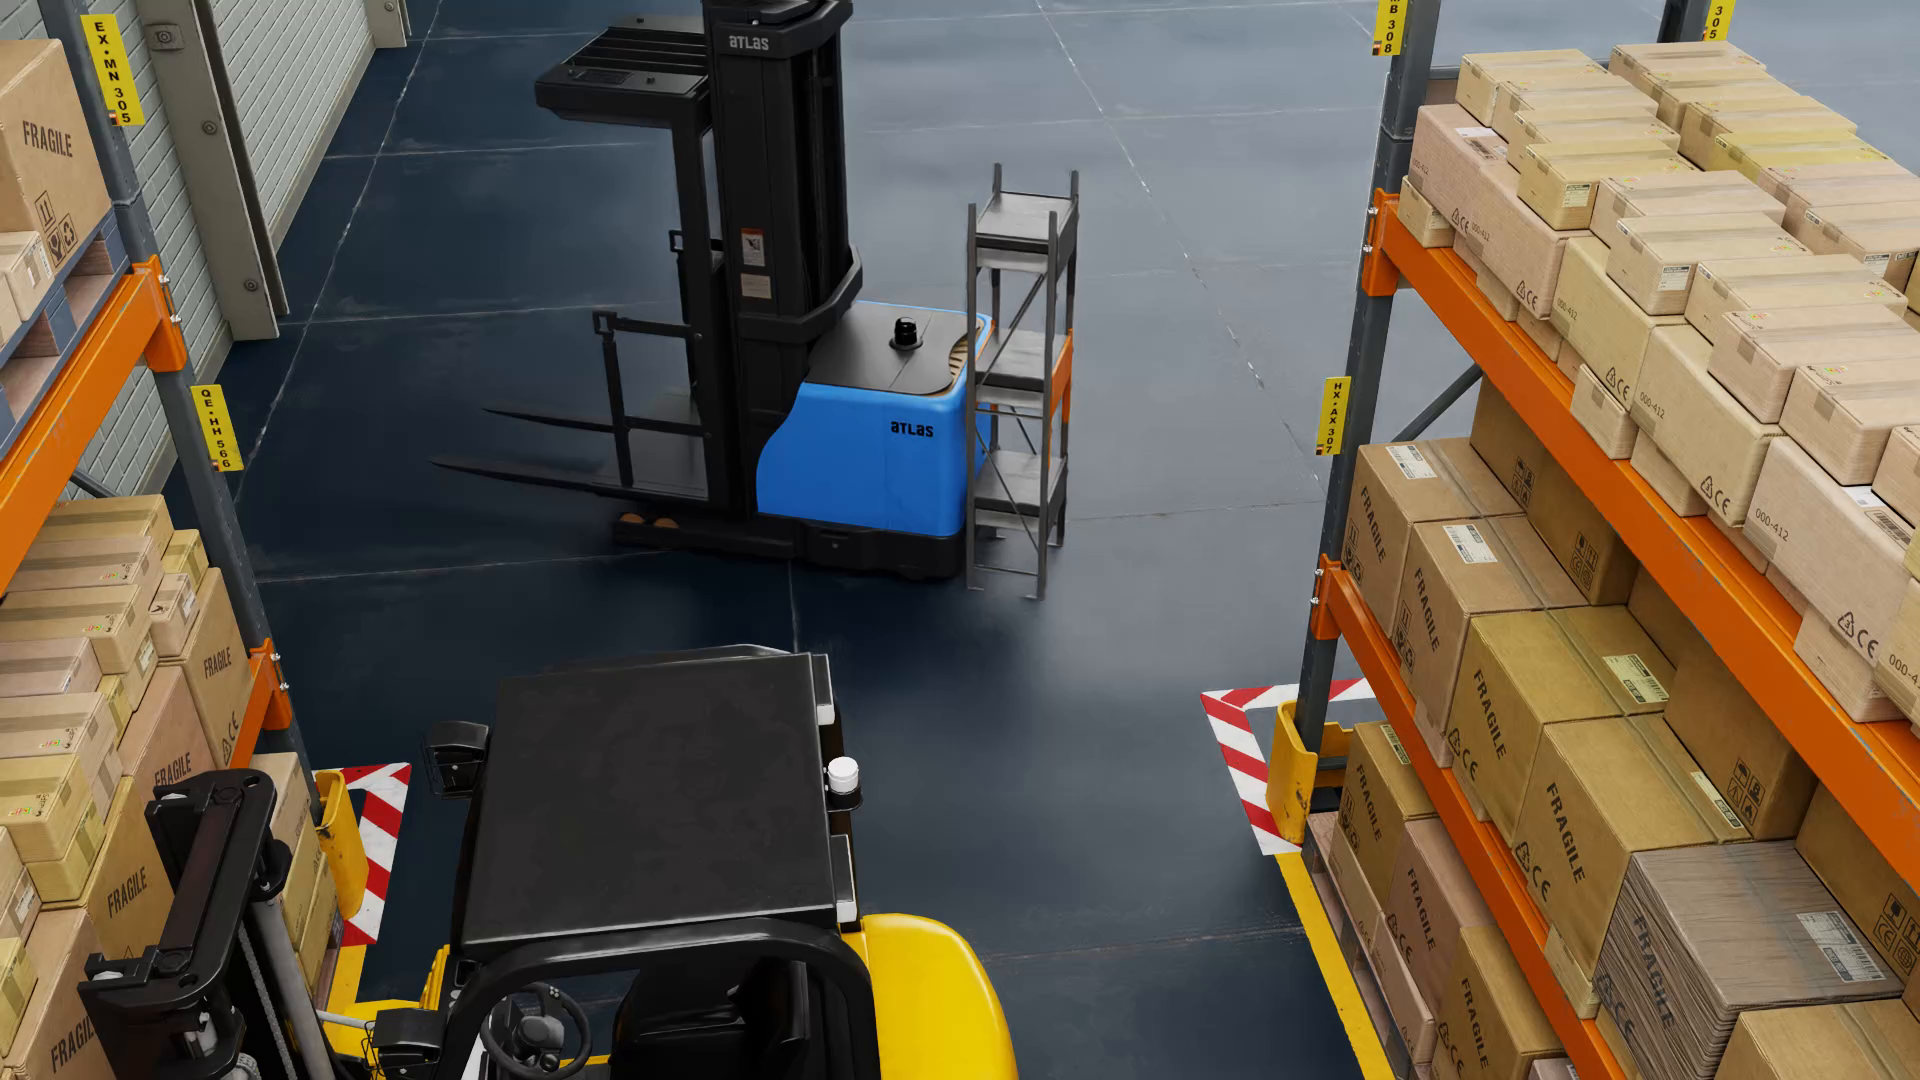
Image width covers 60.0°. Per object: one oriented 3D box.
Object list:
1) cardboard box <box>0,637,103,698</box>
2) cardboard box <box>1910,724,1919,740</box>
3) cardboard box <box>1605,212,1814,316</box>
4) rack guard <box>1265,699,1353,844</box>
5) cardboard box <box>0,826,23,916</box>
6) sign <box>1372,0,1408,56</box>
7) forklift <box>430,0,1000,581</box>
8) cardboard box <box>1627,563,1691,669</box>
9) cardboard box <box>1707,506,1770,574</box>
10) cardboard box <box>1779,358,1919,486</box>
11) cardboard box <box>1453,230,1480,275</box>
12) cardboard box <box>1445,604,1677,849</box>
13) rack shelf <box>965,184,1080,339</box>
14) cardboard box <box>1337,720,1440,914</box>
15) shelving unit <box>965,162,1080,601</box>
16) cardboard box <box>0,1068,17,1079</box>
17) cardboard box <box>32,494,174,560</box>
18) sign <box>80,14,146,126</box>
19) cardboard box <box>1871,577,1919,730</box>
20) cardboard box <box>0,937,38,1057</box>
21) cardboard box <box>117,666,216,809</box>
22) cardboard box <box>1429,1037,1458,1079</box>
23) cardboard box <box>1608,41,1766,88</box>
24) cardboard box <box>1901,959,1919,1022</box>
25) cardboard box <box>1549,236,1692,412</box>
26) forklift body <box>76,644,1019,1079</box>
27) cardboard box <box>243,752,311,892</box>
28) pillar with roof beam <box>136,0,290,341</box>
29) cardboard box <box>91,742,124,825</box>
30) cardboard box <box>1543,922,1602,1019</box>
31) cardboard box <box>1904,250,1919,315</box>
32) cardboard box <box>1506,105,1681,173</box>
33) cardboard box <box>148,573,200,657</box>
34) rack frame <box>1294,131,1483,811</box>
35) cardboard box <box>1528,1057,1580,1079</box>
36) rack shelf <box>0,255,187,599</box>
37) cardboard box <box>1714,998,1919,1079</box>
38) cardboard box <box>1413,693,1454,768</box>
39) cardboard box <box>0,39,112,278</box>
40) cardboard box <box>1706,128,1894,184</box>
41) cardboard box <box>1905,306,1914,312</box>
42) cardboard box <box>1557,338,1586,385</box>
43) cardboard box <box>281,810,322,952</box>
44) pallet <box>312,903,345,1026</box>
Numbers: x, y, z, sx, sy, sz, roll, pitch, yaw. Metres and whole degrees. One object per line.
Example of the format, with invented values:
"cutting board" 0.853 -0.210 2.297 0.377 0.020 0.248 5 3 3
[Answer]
"cardboard box" -2.663 0.416 4.675 0.380 0.149 0.250 -4 34 -6
"cardboard box" 2.113 0.373 3.227 0.380 0.149 0.250 -5 35 -8
"cardboard box" 1.822 -0.676 4.059 0.380 0.149 0.250 -3 34 -5
"rack guard" 1.922 0.938 7.058 1.175 0.500 0.348 -4 35 -6
"cardboard box" -2.537 0.848 4.041 0.380 0.149 0.250 -4 34 -6
"sign" 1.374 -1.697 5.265 0.100 0.325 0.005 -4 35 -6
"forklift" -1.357 -1.437 8.384 3.031 2.935 1.130 8 35 11
"cardboard box" 2.428 0.114 4.807 0.700 0.500 0.500 -5 35 -7
"cardboard box" 1.992 -0.063 3.868 0.380 0.149 0.250 -5 35 -7
"cardboard box" 1.950 -0.249 3.432 0.380 0.149 0.250 -4 34 -6
"cardboard box" 1.759 -0.923 5.129 0.380 0.149 0.250 -5 35 -8
"cardboard box" 1.843 0.557 5.045 0.500 0.500 0.500 -5 35 -7
"rack shelf" 0.292 -1.290 7.688 0.431 0.518 0.480 8 35 12
"cardboard box" 1.750 1.000 6.150 0.500 0.500 0.500 -5 35 -8
"shelving unit" 0.292 -0.723 8.075 0.431 2.100 0.503 8 35 12
"cardboard box" -2.425 1.593 3.789 0.500 0.500 0.500 -5 35 -7
"cardboard box" -2.749 -0.007 5.297 0.380 0.149 0.250 -4 35 -6
"sign" -2.467 -1.365 4.838 0.100 0.325 0.005 -4 35 -6
"cardboard box" 2.055 0.287 3.000 0.500 0.250 0.500 -5 35 -7
"cardboard box" -2.439 1.102 3.934 0.380 0.149 0.250 -5 35 -7
"cardboard box" -2.619 0.745 5.034 0.500 0.500 0.500 -3 34 -5
"cardboard box" 1.893 1.886 5.517 0.500 0.250 0.500 -2 34 -3
"cardboard box" 2.250 -1.436 5.173 0.380 0.149 0.250 -4 34 -6
"cardboard box" 2.558 0.969 3.552 0.700 0.500 0.500 -4 34 -6
"cardboard box" 1.868 -0.568 4.255 0.500 0.250 0.500 -3 34 -5
"forklift body" -0.943 1.512 4.750 2.313 2.155 1.214 -4 35 -6
"cardboard box" -2.635 1.024 5.893 0.500 0.250 0.500 -3 34 -5
"pillar with roof beam" -0.347 -5.455 8.893 9.100 9.000 0.400 -4 35 -6
"cardboard box" -2.539 0.678 4.555 0.380 0.149 0.250 -5 35 -8
"cardboard box" 1.889 1.190 4.692 0.380 0.149 0.250 -4 34 -6
"cardboard box" 2.489 -0.583 3.921 0.380 0.149 0.250 -4 34 -5
"cardboard box" 1.780 -1.105 4.688 0.380 0.149 0.250 -4 35 -6
"cardboard box" -2.618 0.244 5.192 0.380 0.149 0.250 -4 34 -6
"rack frame" 1.912 -0.137 6.416 1.000 3.000 0.127 -4 35 -6
"cardboard box" 1.964 1.870 4.874 0.500 0.500 0.500 -3 34 -4
"rack shelf" -2.737 0.415 3.582 1.077 0.370 4.000 -4 35 -6
"cardboard box" 2.068 1.415 3.786 0.500 0.500 0.500 -3 34 -5
"cardboard box" 1.744 0.611 5.541 0.380 0.149 0.250 -4 34 -6
"cardboard box" -2.705 -1.026 4.507 0.500 0.500 0.500 -3 34 -5
"cardboard box" 2.282 -1.003 4.538 0.380 0.149 0.250 -4 34 -6
"cardboard box" 2.389 -0.602 4.304 0.500 0.250 0.500 -3 34 -5
"cardboard box" 1.858 -0.489 4.492 0.380 0.149 0.250 -5 35 -8
"cardboard box" -2.631 1.245 6.013 0.500 0.250 0.500 -5 35 -7
"pallet" -2.862 1.817 6.025 1.003 0.211 1.213 -4 35 -6
